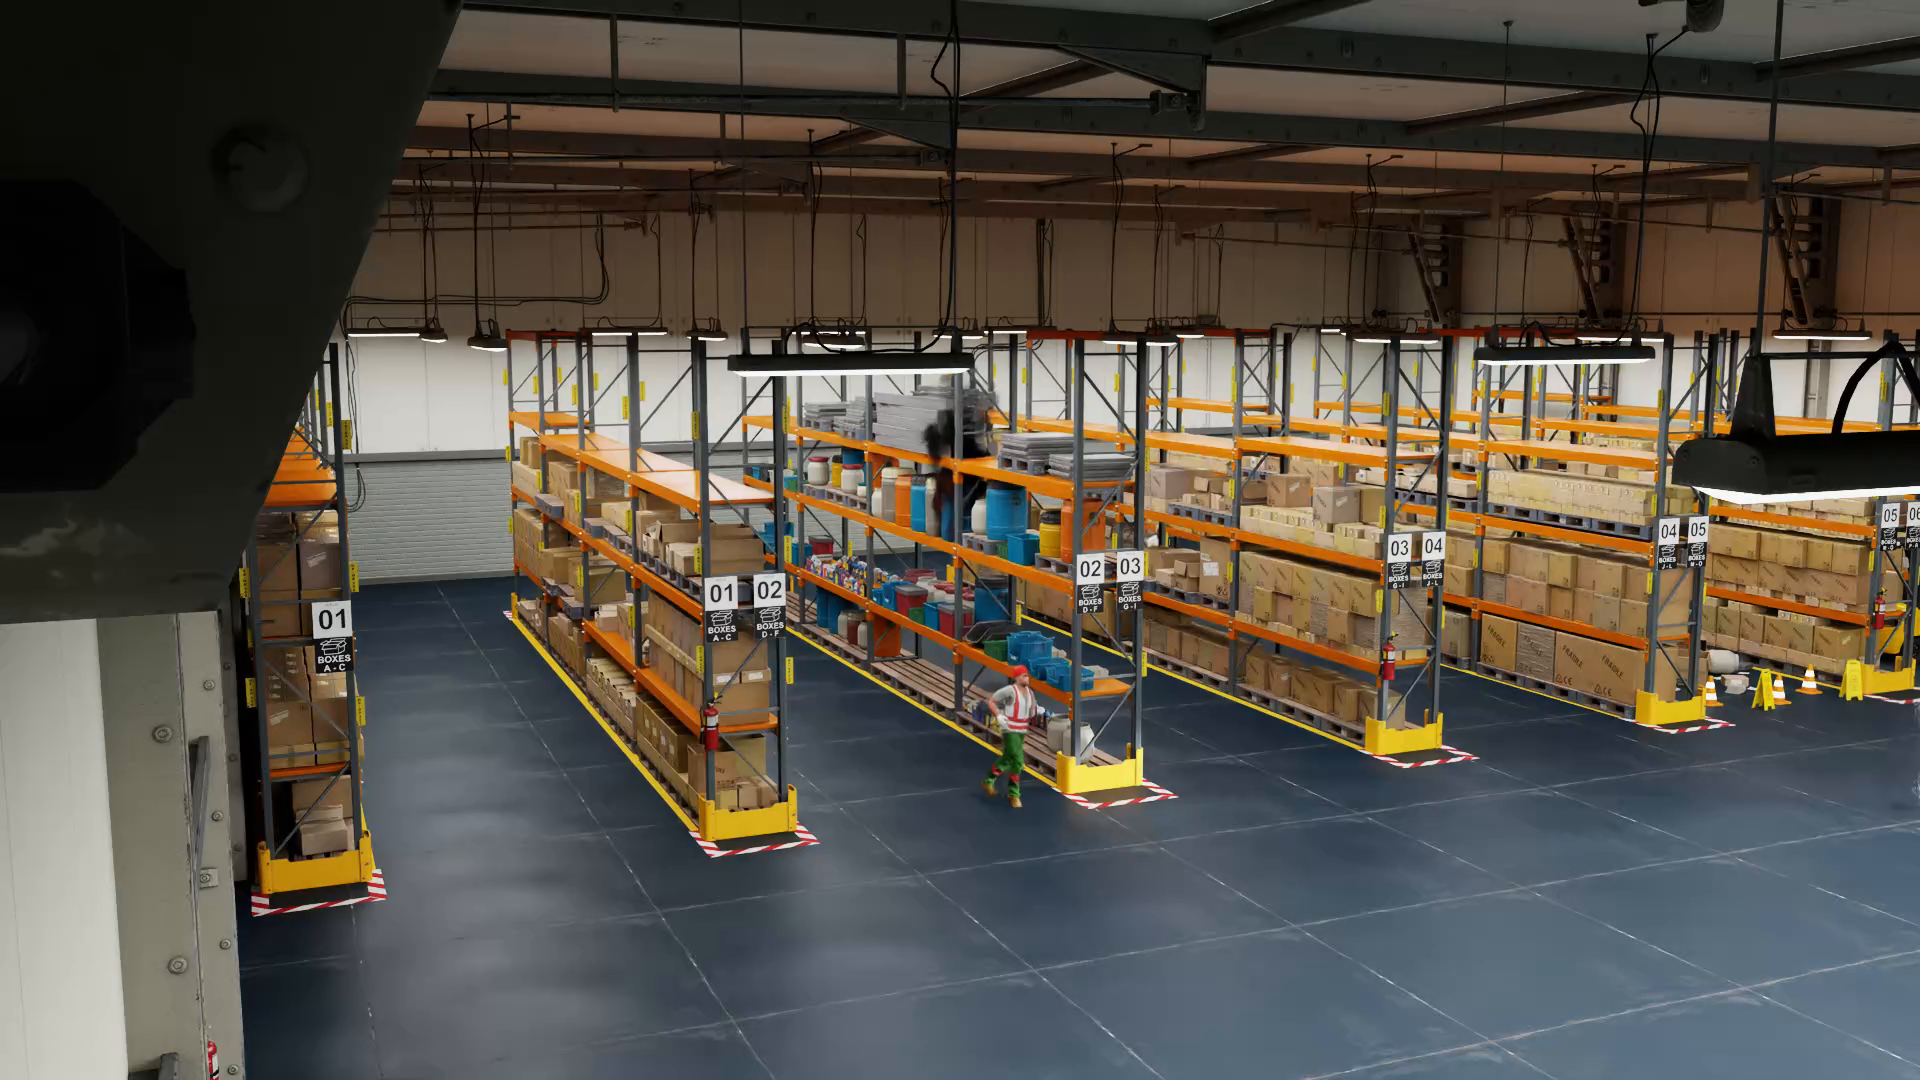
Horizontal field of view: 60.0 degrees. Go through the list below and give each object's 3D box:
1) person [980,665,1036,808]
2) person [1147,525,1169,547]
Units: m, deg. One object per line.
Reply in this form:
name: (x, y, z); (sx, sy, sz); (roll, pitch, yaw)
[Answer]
person: (0.679, 2.529, 21.734); (0.754, 1.841, 0.662); (6, 10, 38)
person: (4.417, 0.483, 37.192); (0.608, 1.651, 0.655); (-3, 8, -19)
